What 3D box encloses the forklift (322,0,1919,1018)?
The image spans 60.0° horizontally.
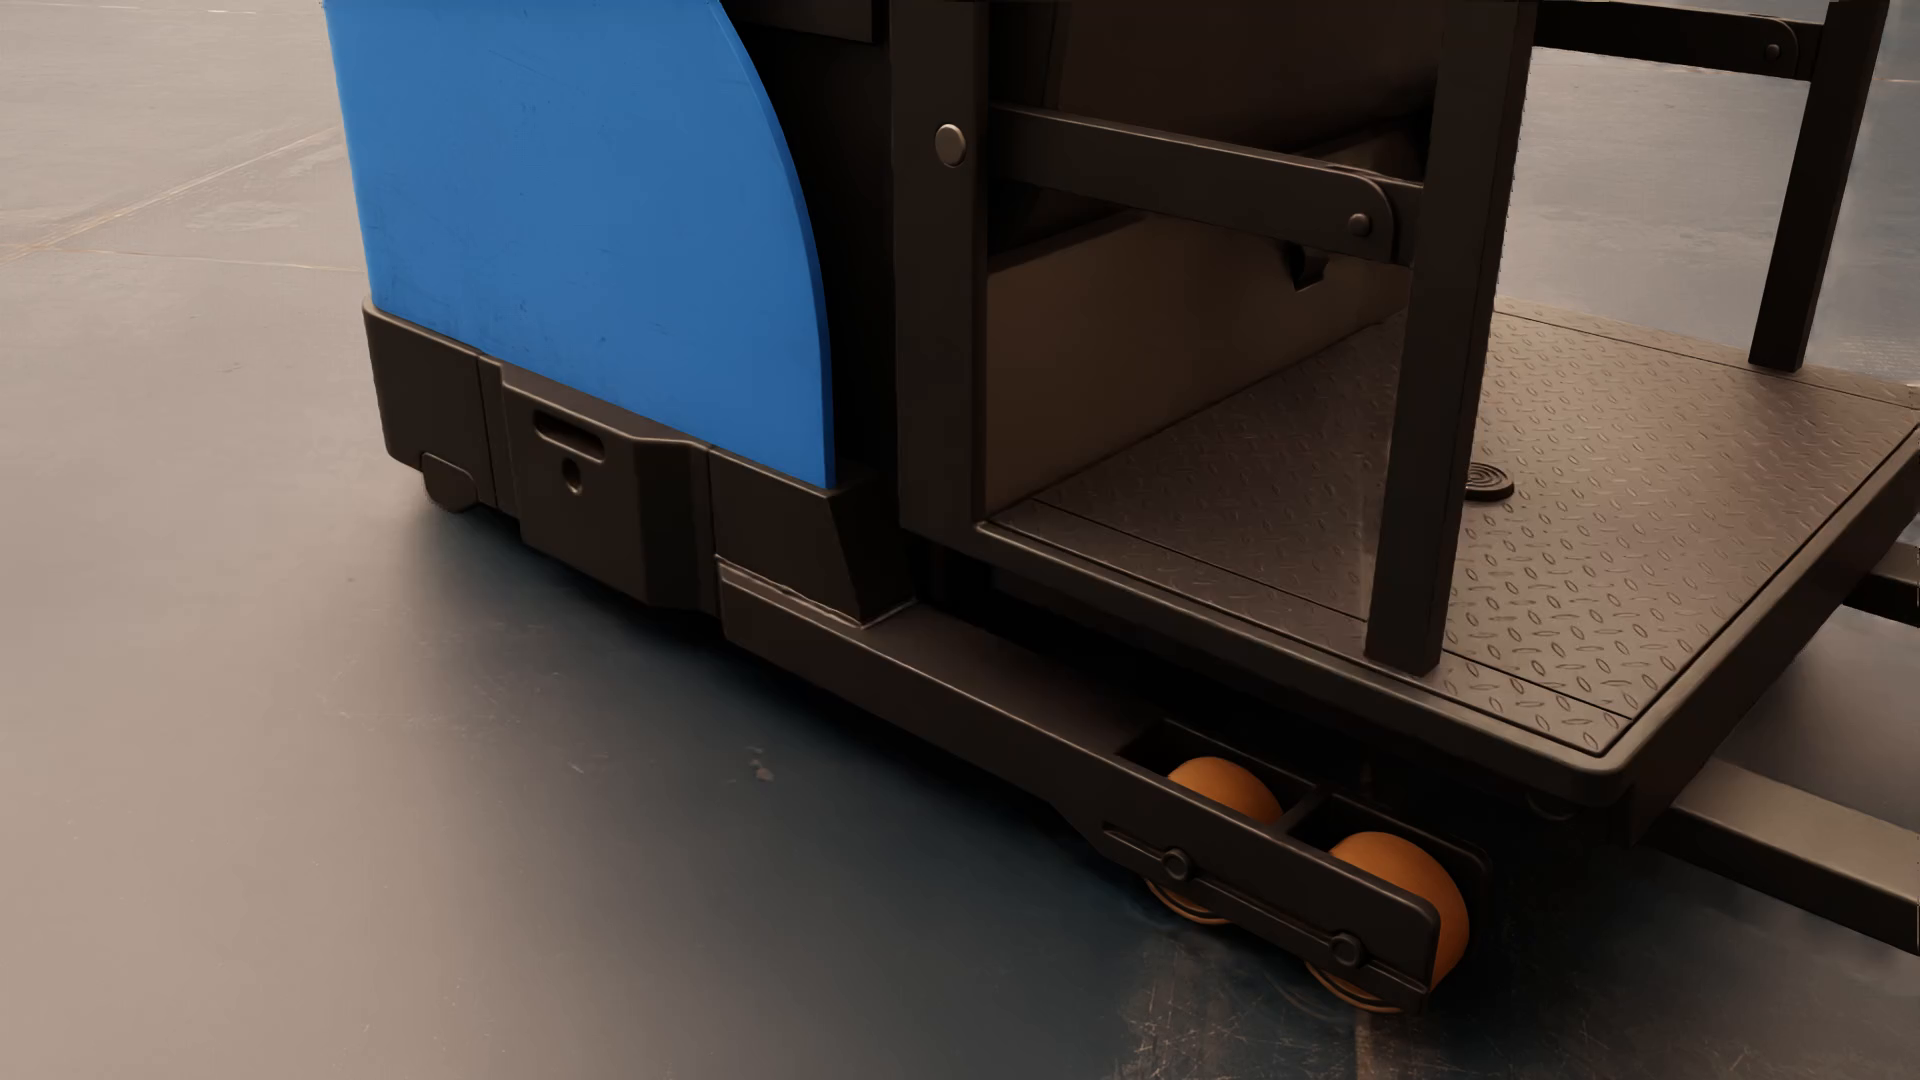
[{"bbox_3d":[0.524,-1.124,1.474,3.031,2.935,1.130,22,34,36],"label":"forklift"}]
